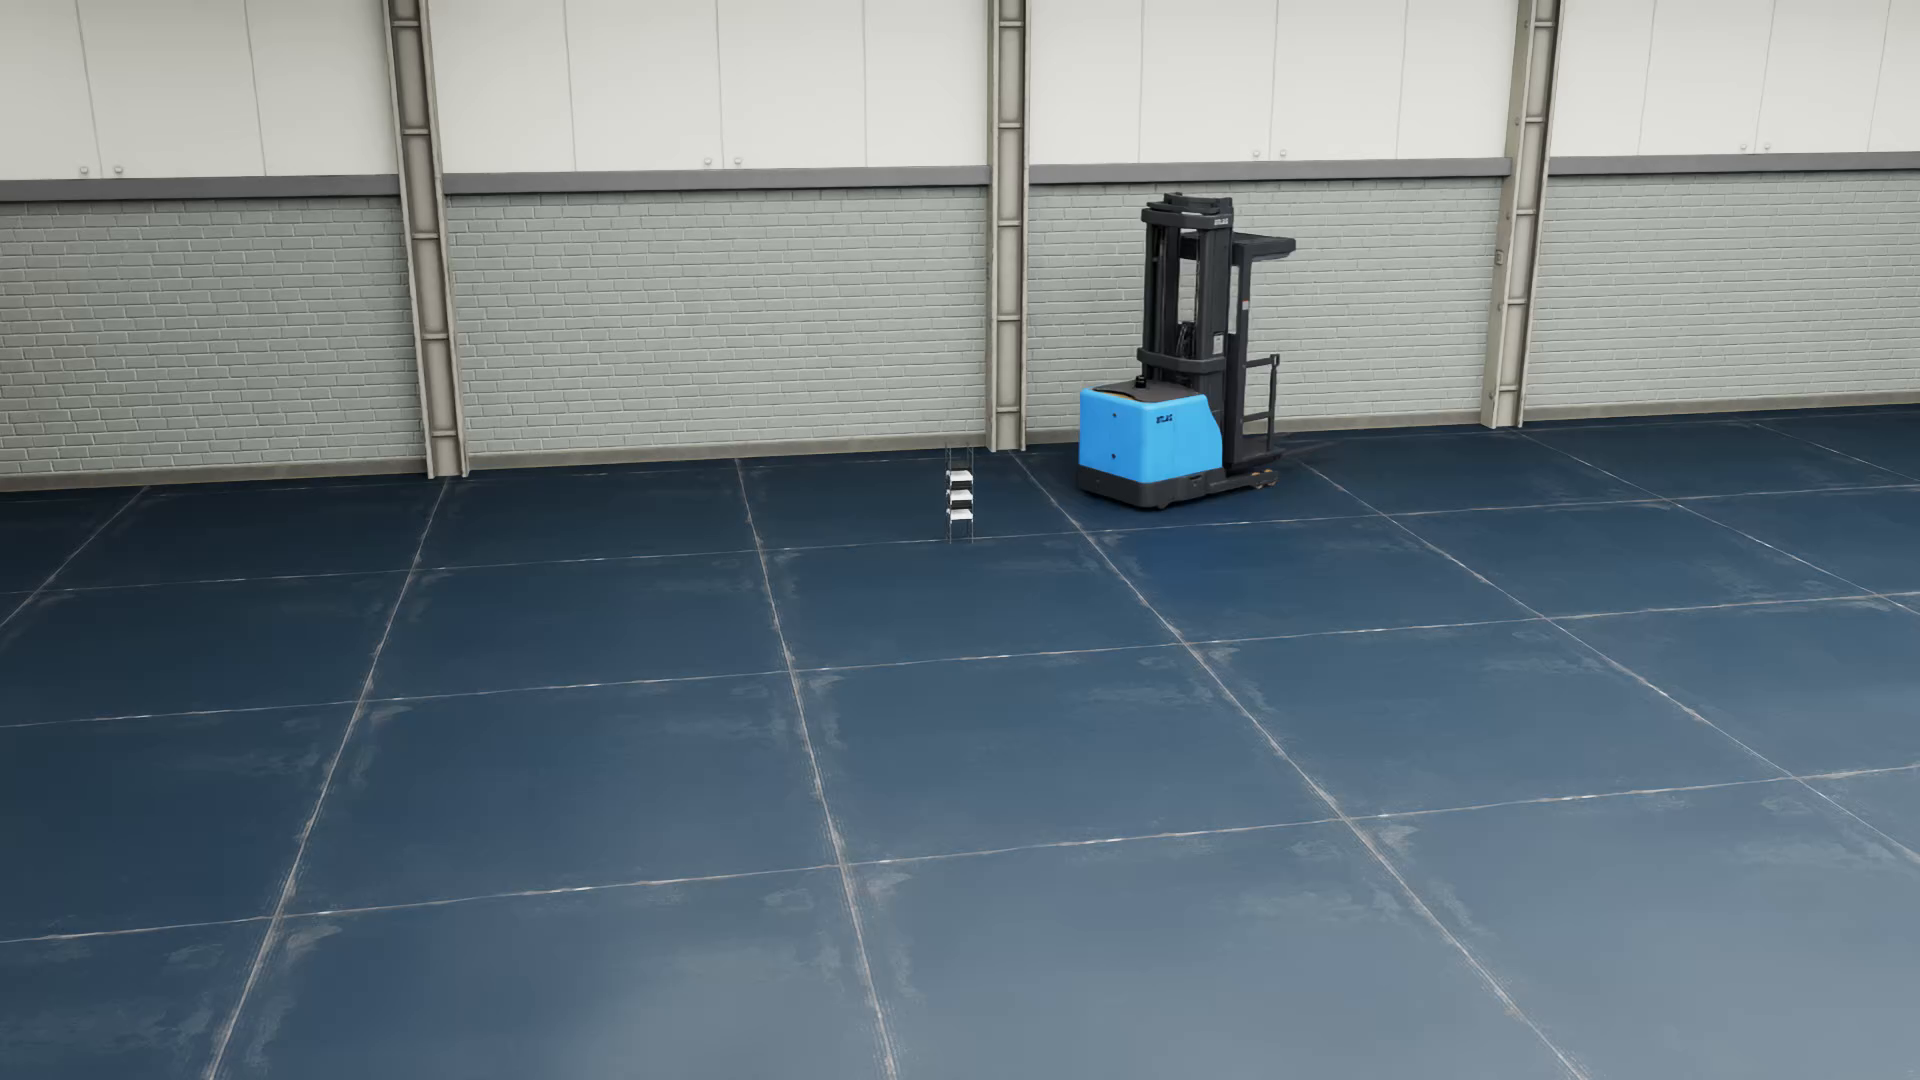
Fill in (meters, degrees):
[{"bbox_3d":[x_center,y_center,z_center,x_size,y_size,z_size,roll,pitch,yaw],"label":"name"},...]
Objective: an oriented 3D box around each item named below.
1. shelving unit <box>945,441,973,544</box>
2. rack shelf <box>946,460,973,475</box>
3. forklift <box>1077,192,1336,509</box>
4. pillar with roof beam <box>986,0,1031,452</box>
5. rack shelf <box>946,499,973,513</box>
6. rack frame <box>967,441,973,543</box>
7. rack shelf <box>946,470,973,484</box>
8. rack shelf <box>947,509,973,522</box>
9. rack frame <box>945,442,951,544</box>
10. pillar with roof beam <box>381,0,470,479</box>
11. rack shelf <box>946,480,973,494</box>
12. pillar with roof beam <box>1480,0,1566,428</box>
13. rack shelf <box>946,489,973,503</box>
[{"bbox_3d":[-0.008,-0.430,15.116,0.210,0.900,0.258,-3,17,-10],"label":"shelving unit"},{"bbox_3d":[-0.008,-0.656,15.047,0.200,0.077,0.258,-3,17,-10],"label":"rack shelf"},{"bbox_3d":[2.647,-2.030,16.868,3.031,2.935,1.130,-13,21,-36],"label":"forklift"},{"bbox_3d":[1.327,-4.090,13.241,0.400,9.000,9.100,-3,17,-10],"label":"pillar with roof beam"},{"bbox_3d":[-0.008,-0.312,15.153,0.200,0.077,0.258,-3,17,-10],"label":"rack shelf"},{"bbox_3d":[0.092,-0.435,15.135,0.006,0.900,0.240,-3,17,-10],"label":"rack frame"},{"bbox_3d":[-0.008,-0.570,15.073,0.200,0.077,0.258,-3,17,-10],"label":"rack shelf"},{"bbox_3d":[-0.008,-0.226,15.179,0.200,0.077,0.258,-3,17,-10],"label":"rack shelf"},{"bbox_3d":[-0.108,-0.424,15.098,0.006,0.900,0.240,-3,17,-10],"label":"rack frame"},{"bbox_3d":[-4.564,-3.756,12.153,0.400,9.000,9.100,-3,17,-10],"label":"pillar with roof beam"},{"bbox_3d":[-0.008,-0.484,15.100,0.200,0.077,0.258,-3,17,-10],"label":"rack shelf"},{"bbox_3d":[7.218,-4.425,14.329,0.400,9.000,9.100,-3,17,-10],"label":"pillar with roof beam"},{"bbox_3d":[-0.008,-0.398,15.126,0.200,0.077,0.258,-3,17,-10],"label":"rack shelf"}]
